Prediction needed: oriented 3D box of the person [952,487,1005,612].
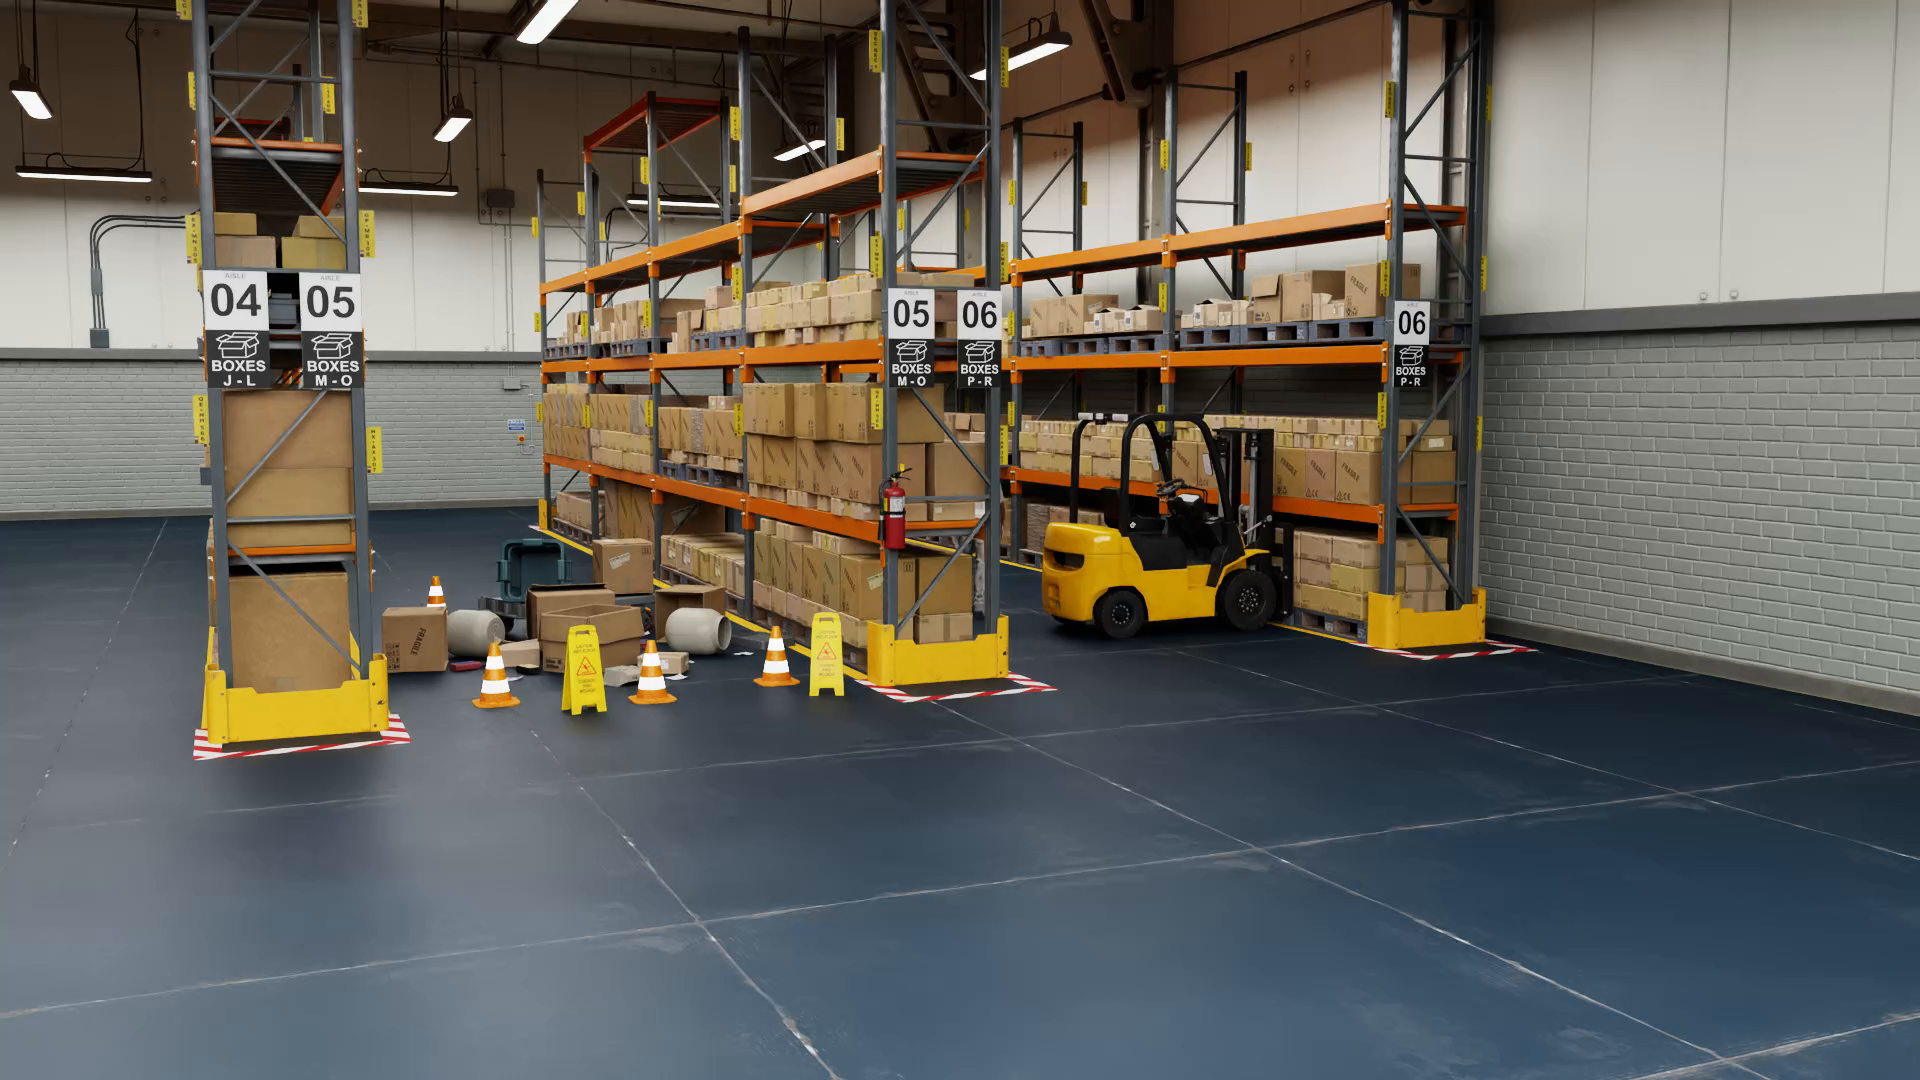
[{"bbox_3d":[0.179,-0.101,17.845,0.556,1.721,1.003,1,5,12],"label":"person"}]
